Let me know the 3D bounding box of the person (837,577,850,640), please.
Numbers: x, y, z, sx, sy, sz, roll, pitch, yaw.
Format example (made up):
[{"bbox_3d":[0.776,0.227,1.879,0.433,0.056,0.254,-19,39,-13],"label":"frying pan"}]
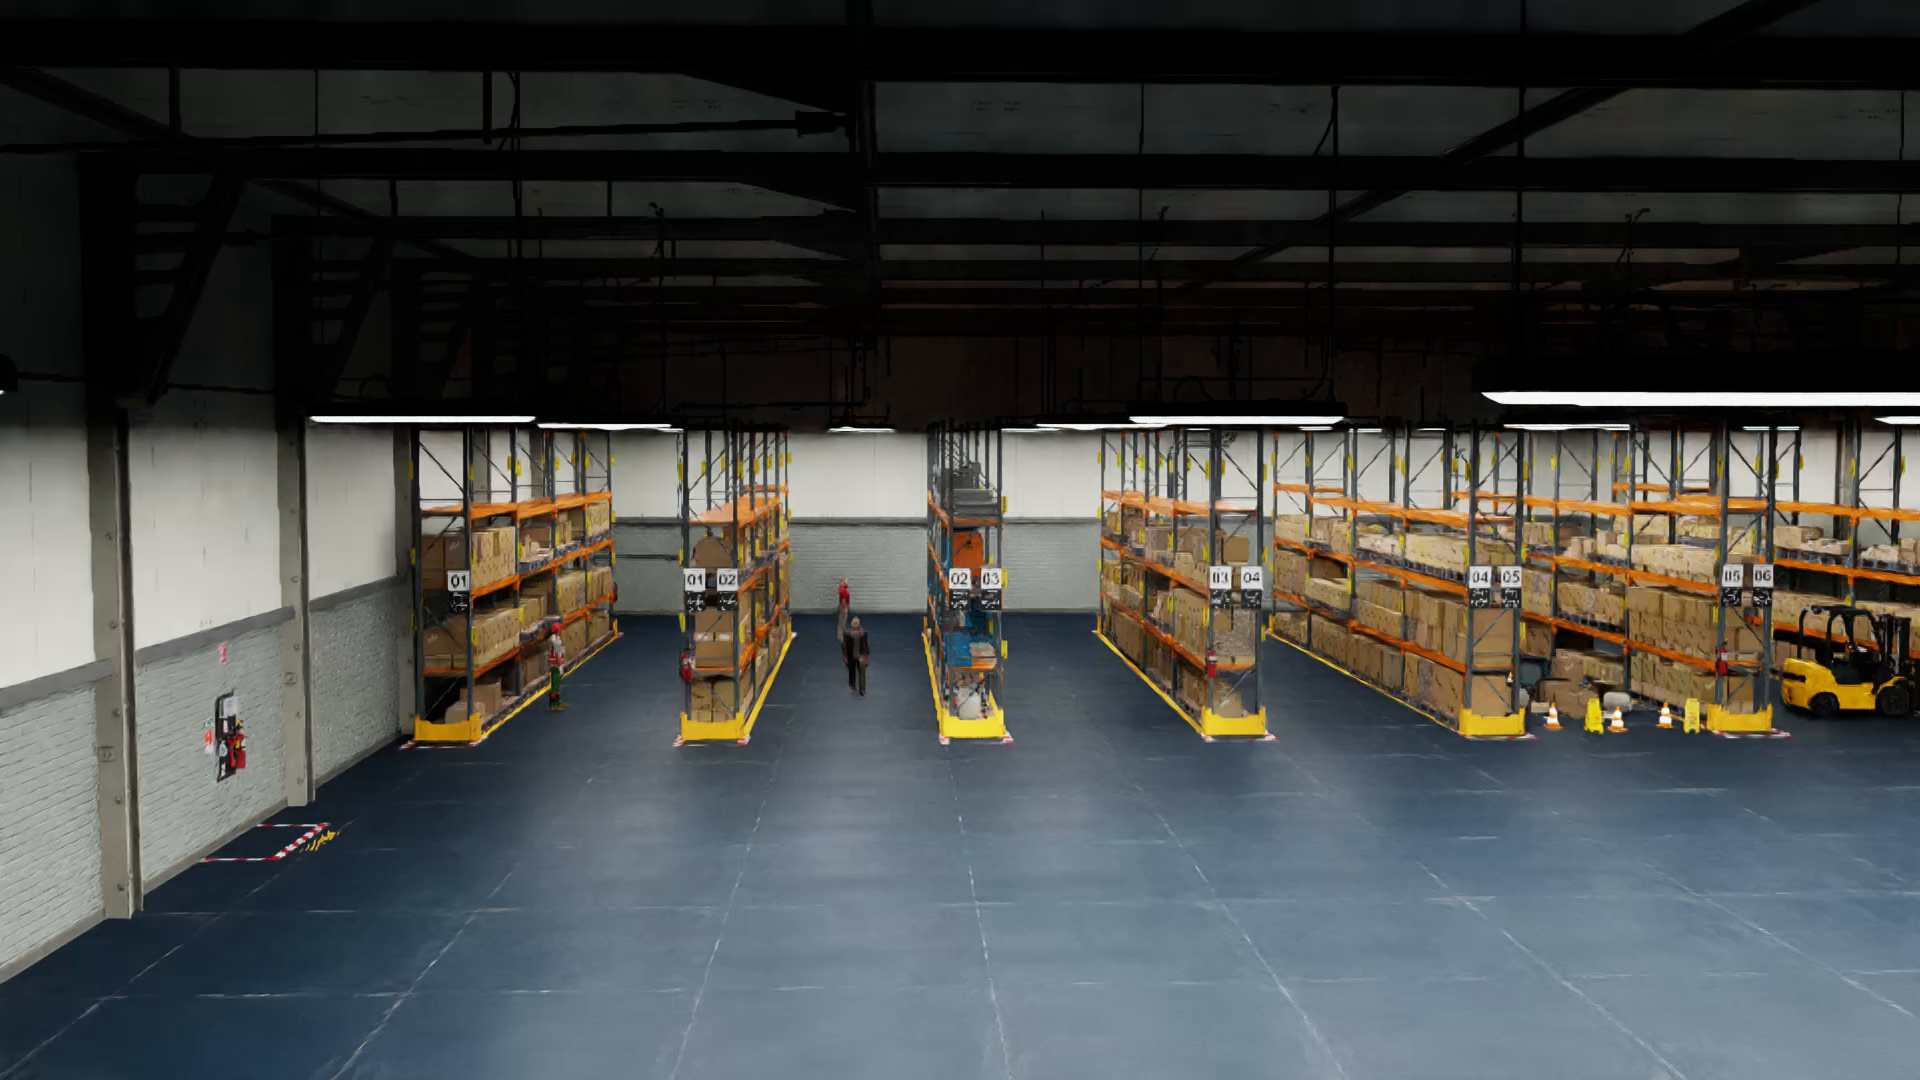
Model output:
[{"bbox_3d":[-3.230,1.888,46.139,0.401,1.738,0.689,0,4,-6],"label":"person"}]

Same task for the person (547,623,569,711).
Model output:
[{"bbox_3d":[-8.310,2.603,34.430,0.468,1.794,0.625,-2,4,-26],"label":"person"}]

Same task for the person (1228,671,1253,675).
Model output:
[{"bbox_3d":[6.615,2.386,39.482,0.441,1.587,0.997,-1,4,-11],"label":"person"}]

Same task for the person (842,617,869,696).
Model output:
[{"bbox_3d":[-2.282,2.521,36.368,0.601,1.694,1.186,0,4,-5],"label":"person"}]
